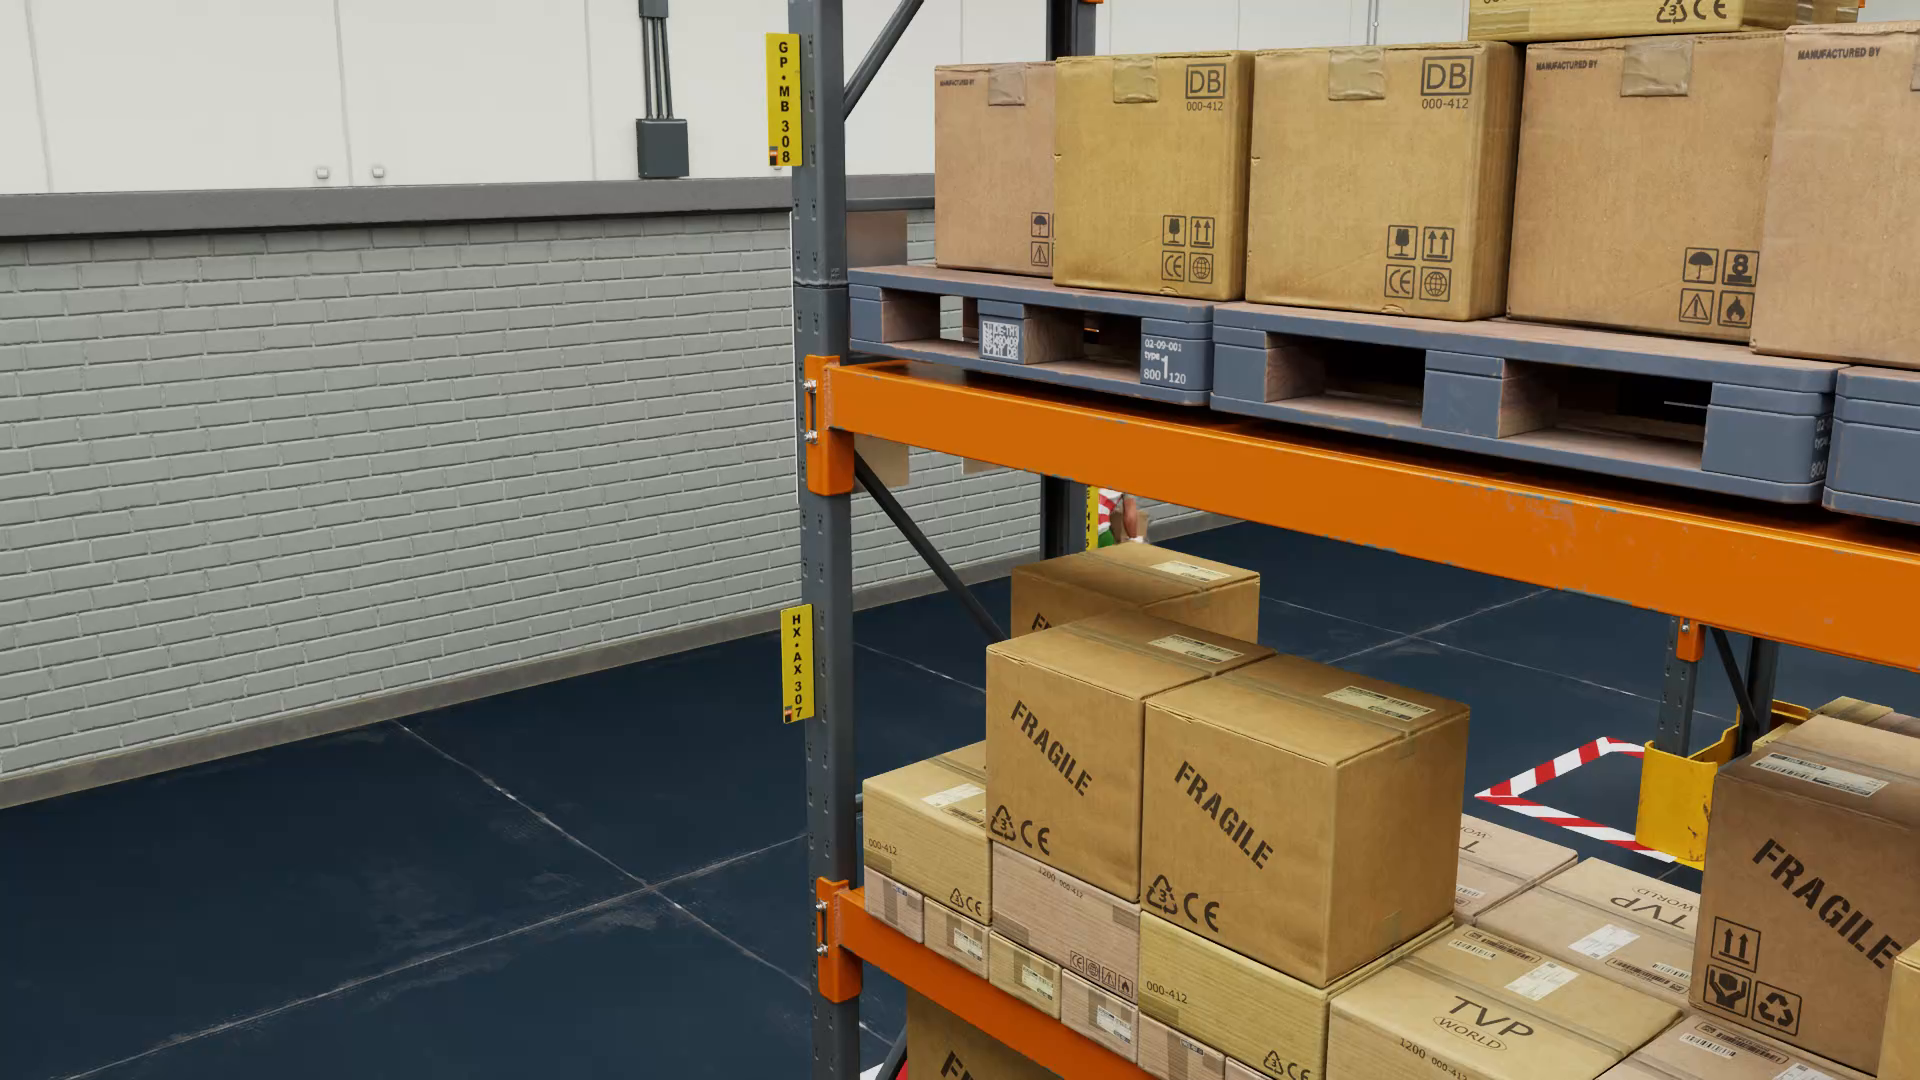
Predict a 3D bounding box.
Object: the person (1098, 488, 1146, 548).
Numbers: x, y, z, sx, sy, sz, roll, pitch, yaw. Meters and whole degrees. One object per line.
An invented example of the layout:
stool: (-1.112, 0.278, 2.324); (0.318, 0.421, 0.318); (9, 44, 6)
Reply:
person: (0.942, -0.052, 10.989); (0.739, 1.628, 0.492); (-12, 19, -41)
